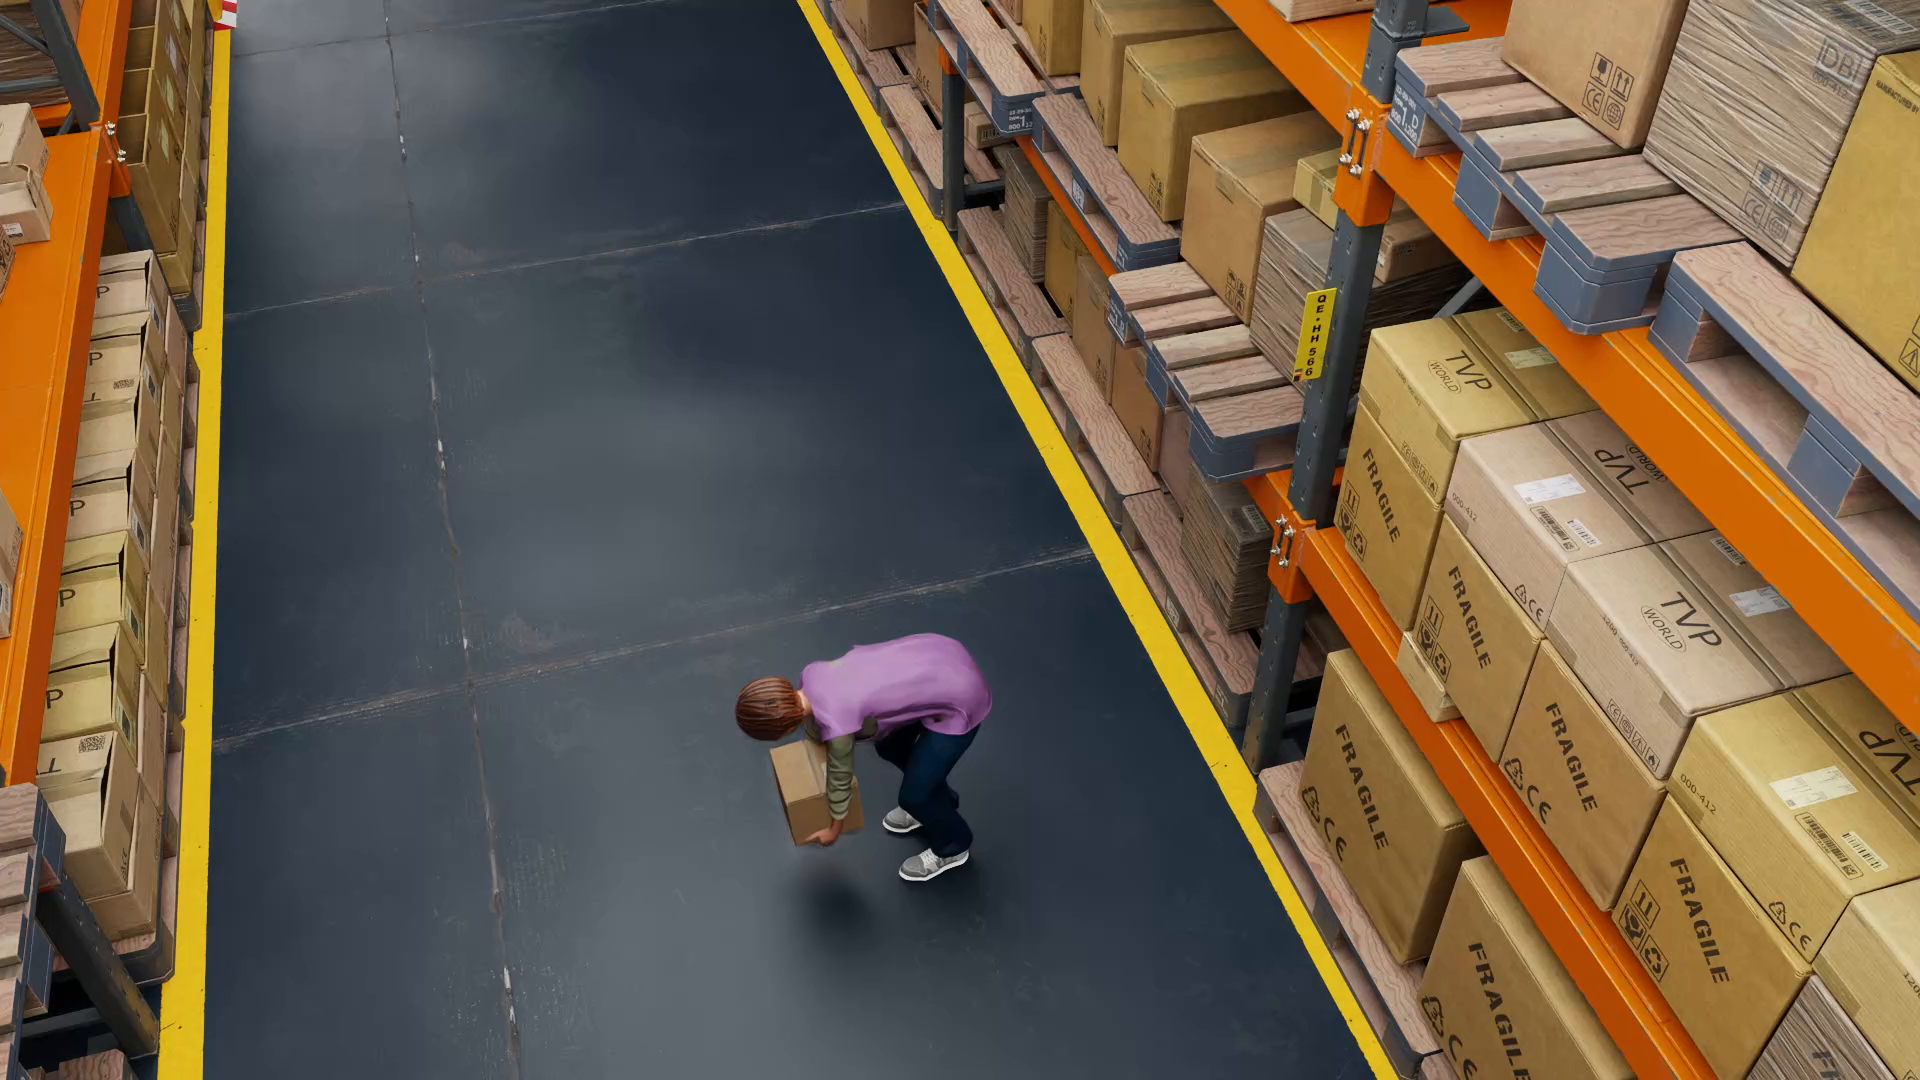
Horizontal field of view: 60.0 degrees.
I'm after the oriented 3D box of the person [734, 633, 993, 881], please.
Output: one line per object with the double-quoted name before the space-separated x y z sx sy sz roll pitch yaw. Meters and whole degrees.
"person" -0.316 0.777 5.734 0.865 1.051 0.390 -13 44 -14
